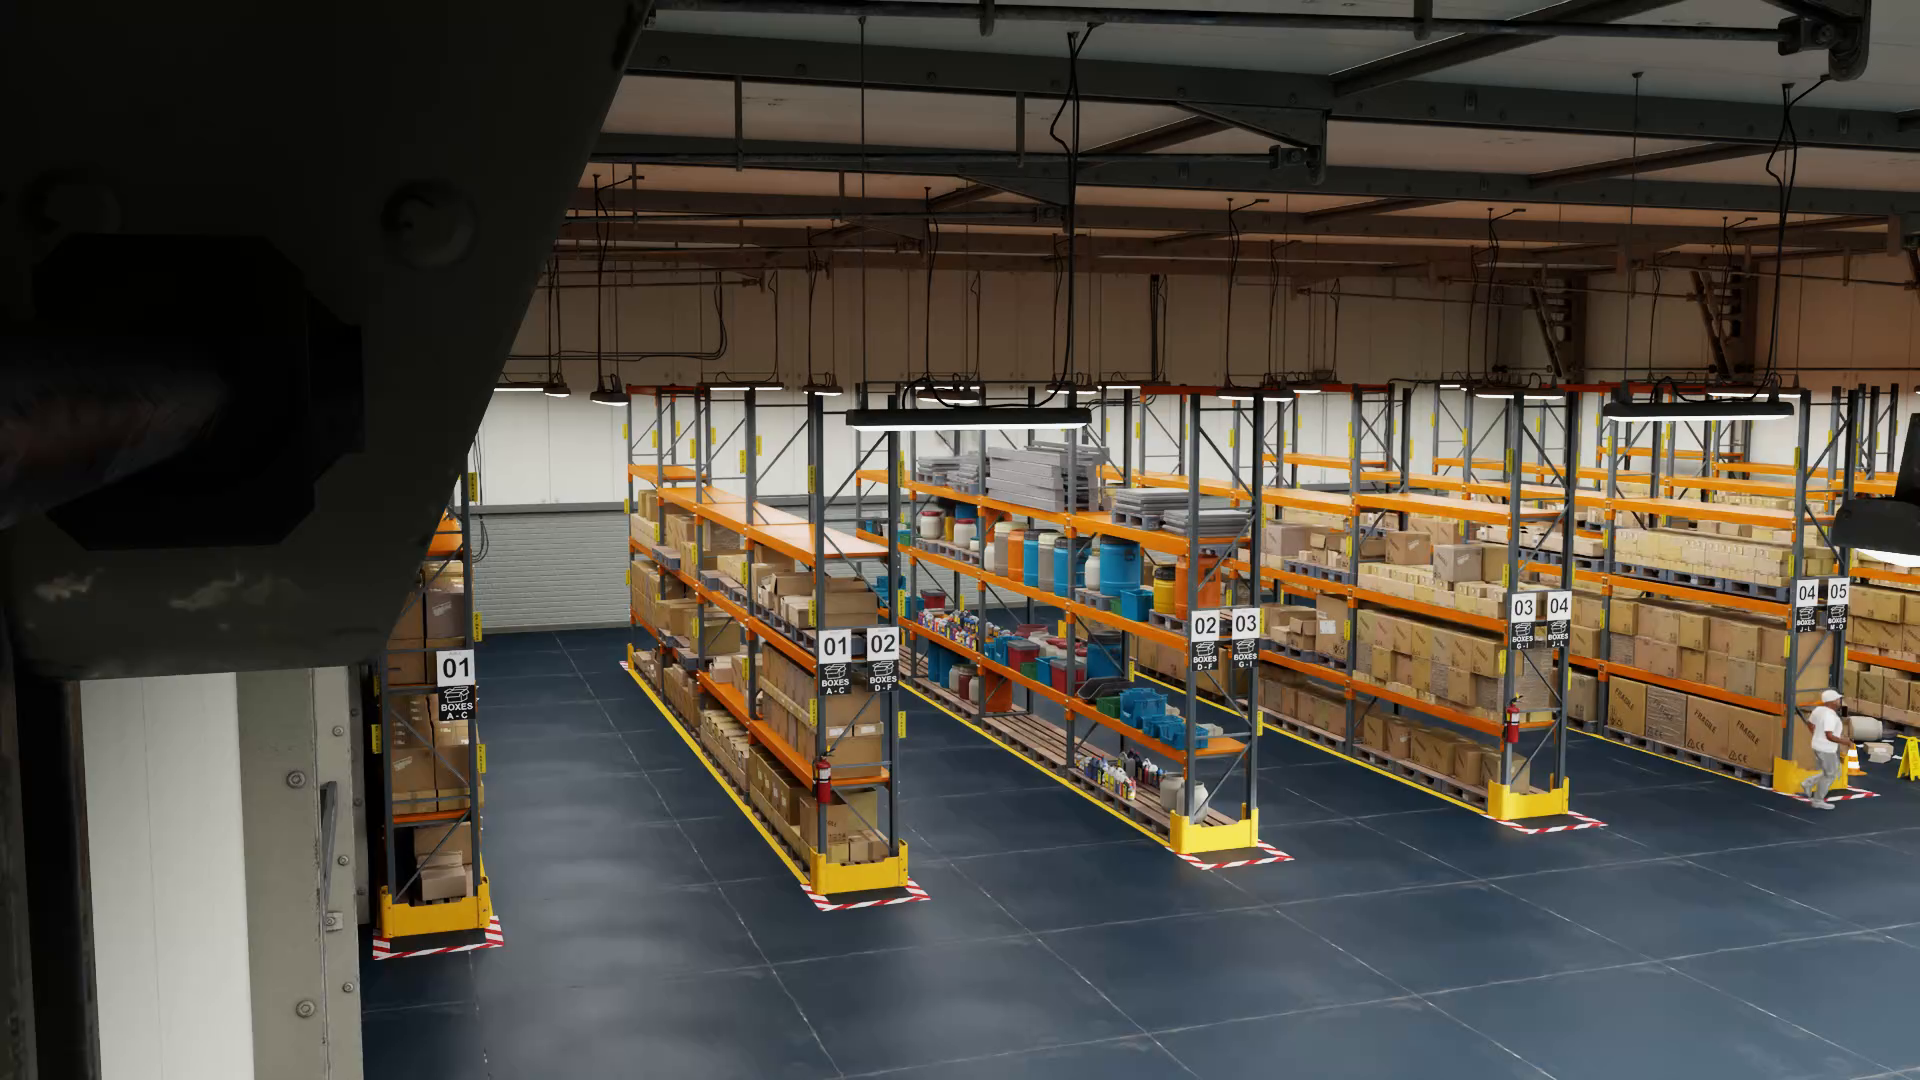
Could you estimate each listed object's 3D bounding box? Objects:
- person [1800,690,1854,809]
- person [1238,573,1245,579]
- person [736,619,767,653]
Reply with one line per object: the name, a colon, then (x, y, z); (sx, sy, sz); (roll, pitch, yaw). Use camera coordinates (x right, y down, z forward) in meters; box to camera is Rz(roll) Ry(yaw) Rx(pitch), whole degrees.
person: (12.468, 3.011, 23.892); (0.612, 1.727, 0.683); (2, 6, 15)
person: (6.406, 1.590, 37.928); (0.658, 1.678, 0.574); (-1, 6, -13)
person: (-4.415, 1.861, 35.057); (0.661, 1.720, 0.643); (-2, 6, -19)
